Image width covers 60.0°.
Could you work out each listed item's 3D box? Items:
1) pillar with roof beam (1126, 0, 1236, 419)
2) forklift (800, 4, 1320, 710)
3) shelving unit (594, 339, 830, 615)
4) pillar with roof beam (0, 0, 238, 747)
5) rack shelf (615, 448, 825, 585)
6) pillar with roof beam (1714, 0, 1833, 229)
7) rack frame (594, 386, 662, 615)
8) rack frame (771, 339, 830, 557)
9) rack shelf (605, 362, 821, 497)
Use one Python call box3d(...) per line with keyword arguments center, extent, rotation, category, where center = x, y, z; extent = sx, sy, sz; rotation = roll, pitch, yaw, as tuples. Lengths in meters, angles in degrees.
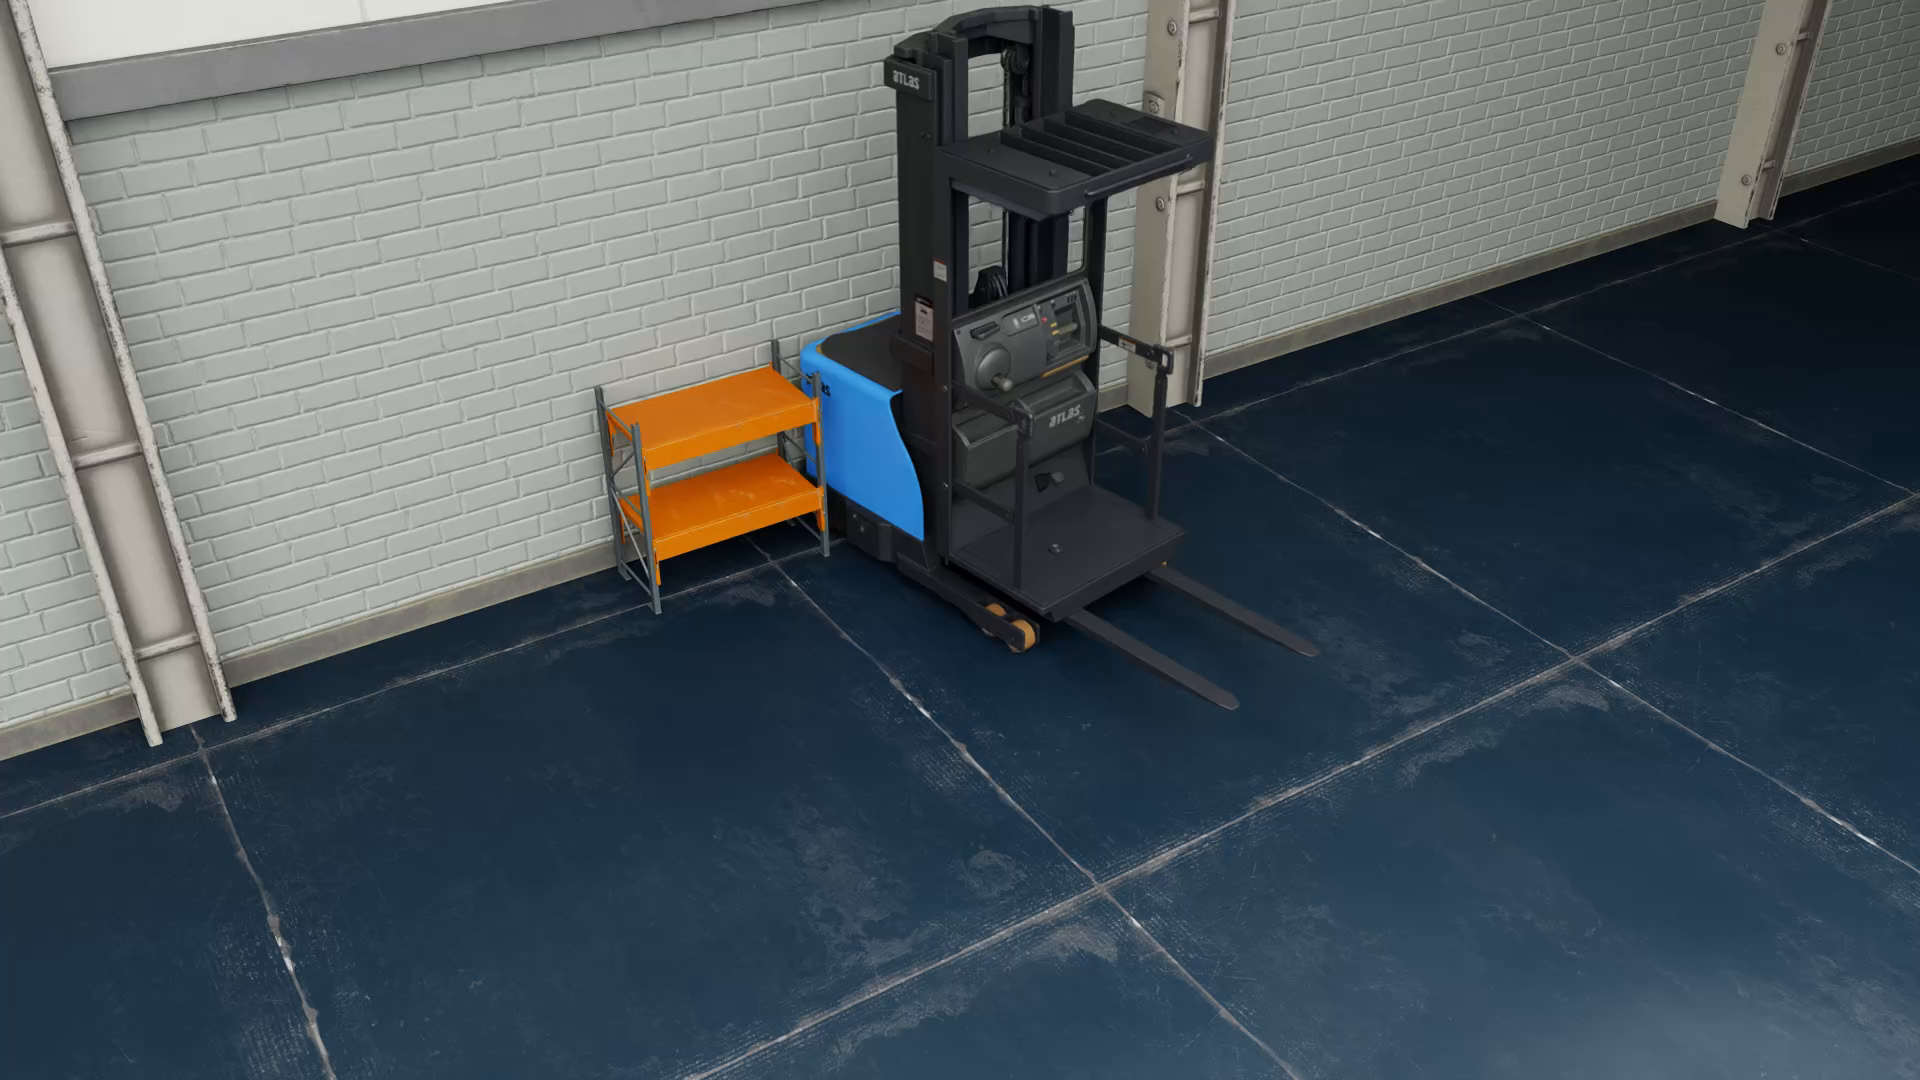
box3d(center=(3.648, -2.761, 5.315), extent=(0.400, 9.000, 9.100), rotation=(-19, 37, -27), category="pillar with roof beam")
box3d(center=(0.480, -0.978, 8.175), extent=(1.130, 2.935, 3.031), rotation=(-26, 41, -35), category="forklift")
box3d(center=(-1.297, -0.347, 8.868), extent=(1.048, 1.125, 0.538), rotation=(-19, 37, -28), category="shelving unit")
box3d(center=(-1.395, -1.027, 2.565), extent=(0.400, 9.000, 9.100), rotation=(-19, 37, -27), category="pillar with roof beam")
box3d(center=(-1.297, -0.140, 8.998), extent=(1.000, 0.278, 0.538), rotation=(-19, 37, -28), category="rack shelf")
box3d(center=(8.691, -4.496, 8.064), extent=(0.400, 9.000, 9.100), rotation=(-19, 37, -27), category="pillar with roof beam")
box3d(center=(-1.722, -0.198, 8.632), extent=(0.032, 1.125, 0.500), rotation=(-19, 37, -28), category="rack frame")
box3d(center=(-0.873, -0.496, 9.104), extent=(0.032, 1.125, 0.500), rotation=(-19, 37, -28), category="rack frame")
box3d(center=(-1.297, -0.595, 8.711), extent=(1.000, 0.278, 0.538), rotation=(-19, 37, -28), category="rack shelf")
